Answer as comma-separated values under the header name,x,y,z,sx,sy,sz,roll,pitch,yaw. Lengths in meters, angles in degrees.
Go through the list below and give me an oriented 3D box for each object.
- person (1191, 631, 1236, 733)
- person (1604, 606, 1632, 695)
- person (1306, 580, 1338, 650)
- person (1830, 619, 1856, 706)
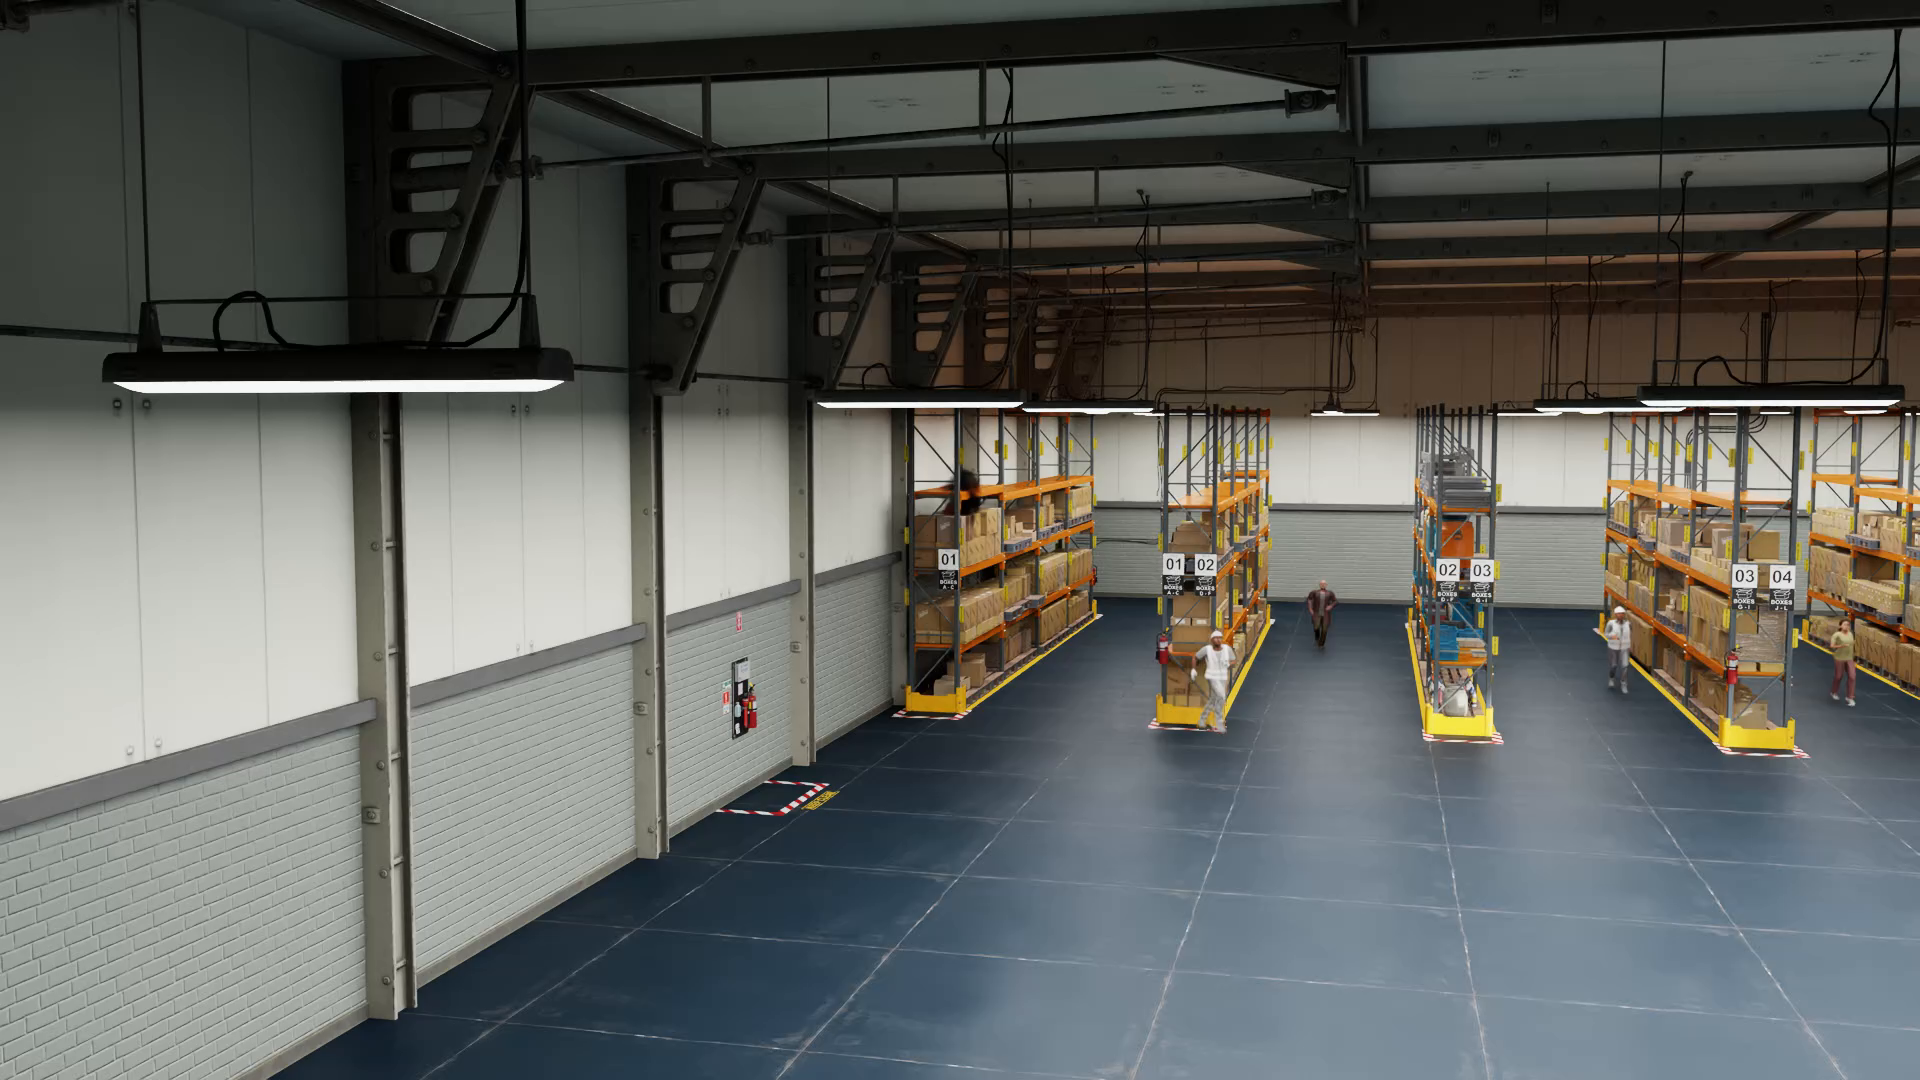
name,x,y,z,sx,sy,sz,roll,pitch,yaw
person,4.555,2.507,29.722,0.728,1.782,0.692,-2,5,-27
person,13.834,2.284,34.964,0.610,1.805,0.889,1,4,13
person,8.956,1.857,41.132,0.763,1.738,0.572,1,4,12
person,17.753,2.433,33.414,0.566,1.700,0.807,0,4,4
